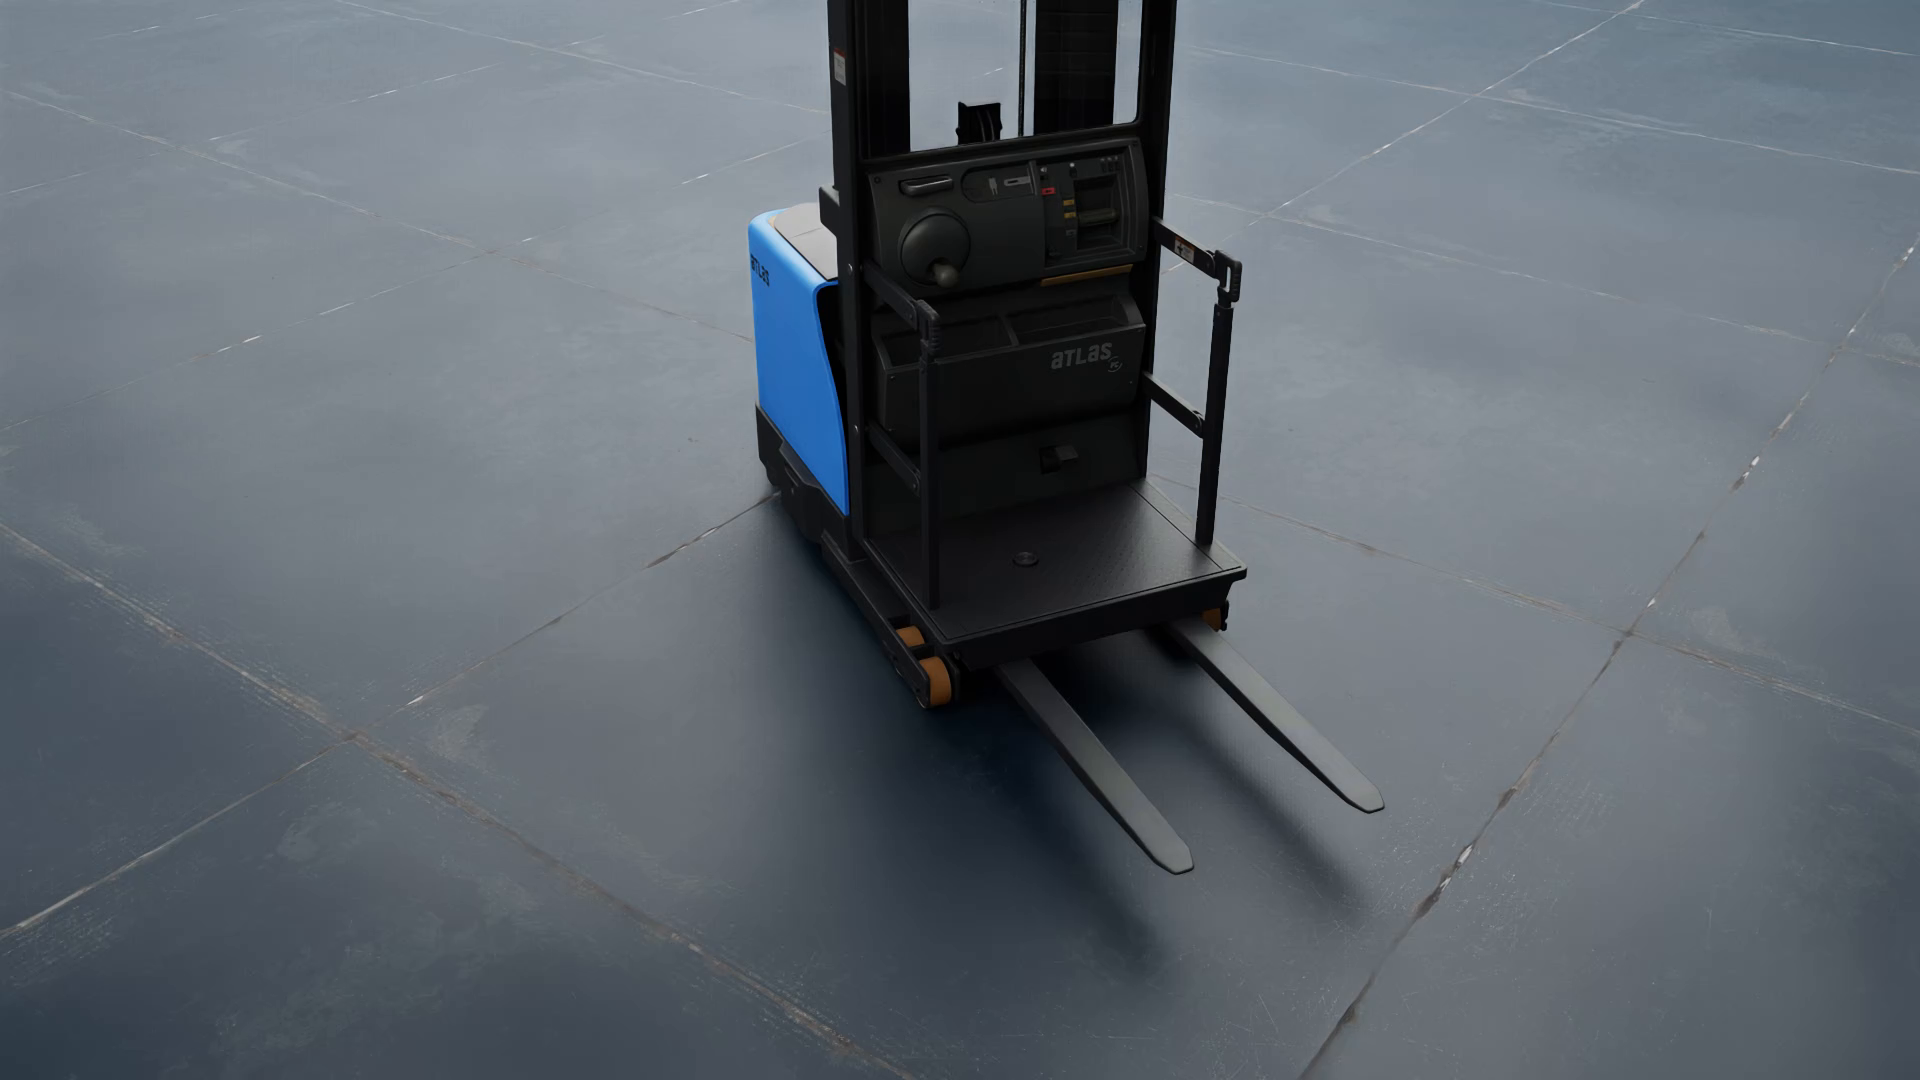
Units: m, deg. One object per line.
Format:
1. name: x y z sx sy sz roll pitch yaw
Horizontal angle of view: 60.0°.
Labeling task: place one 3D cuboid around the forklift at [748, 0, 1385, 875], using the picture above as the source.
1. forklift: 0.252 -0.971 5.013 1.130 2.935 3.031 -13 33 -20
